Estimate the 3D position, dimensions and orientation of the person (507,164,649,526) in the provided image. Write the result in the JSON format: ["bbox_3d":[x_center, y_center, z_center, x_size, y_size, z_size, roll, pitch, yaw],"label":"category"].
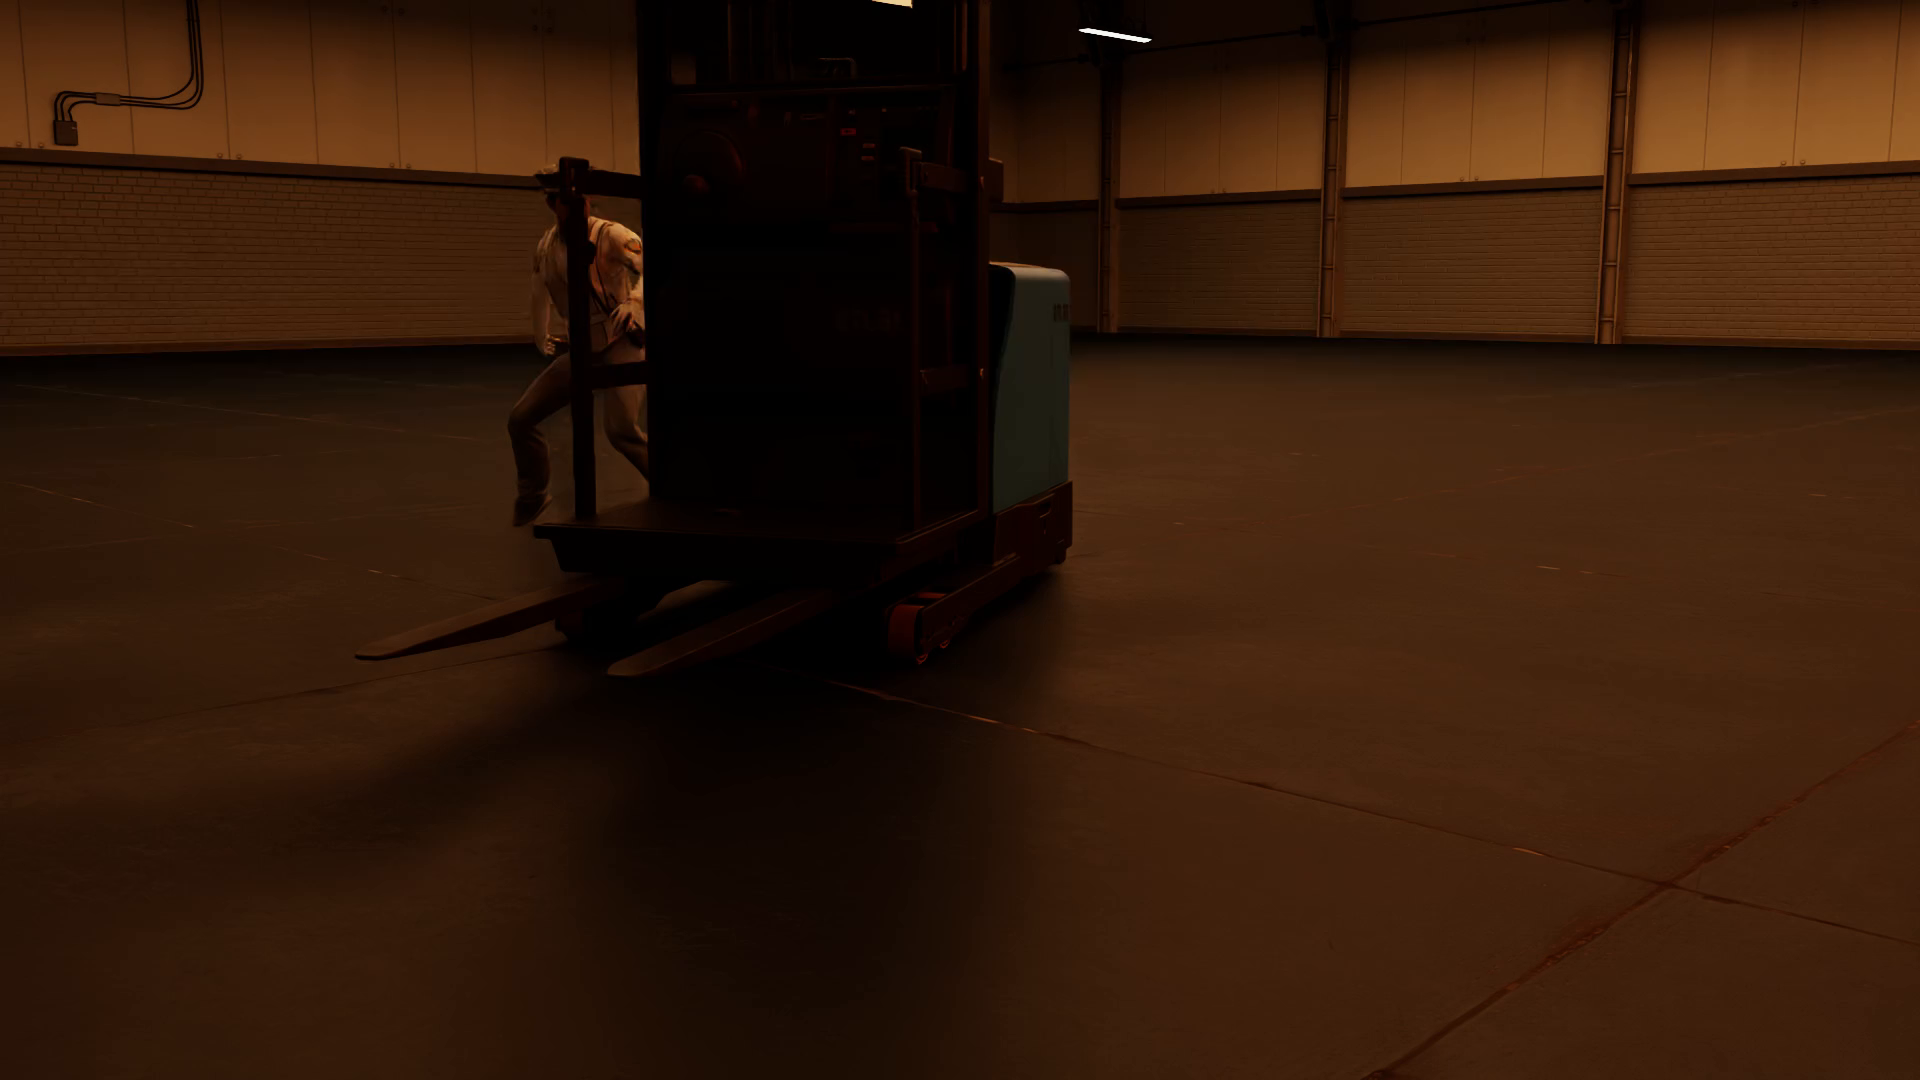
[{"bbox_3d":[-1.555,-0.735,6.896,0.973,1.606,0.534,6,10,34],"label":"person"}]

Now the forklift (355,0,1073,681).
[{"bbox_3d":[-0.523,-1.180,4.708,1.130,2.935,3.031,3,9,17],"label":"forklift"}]
